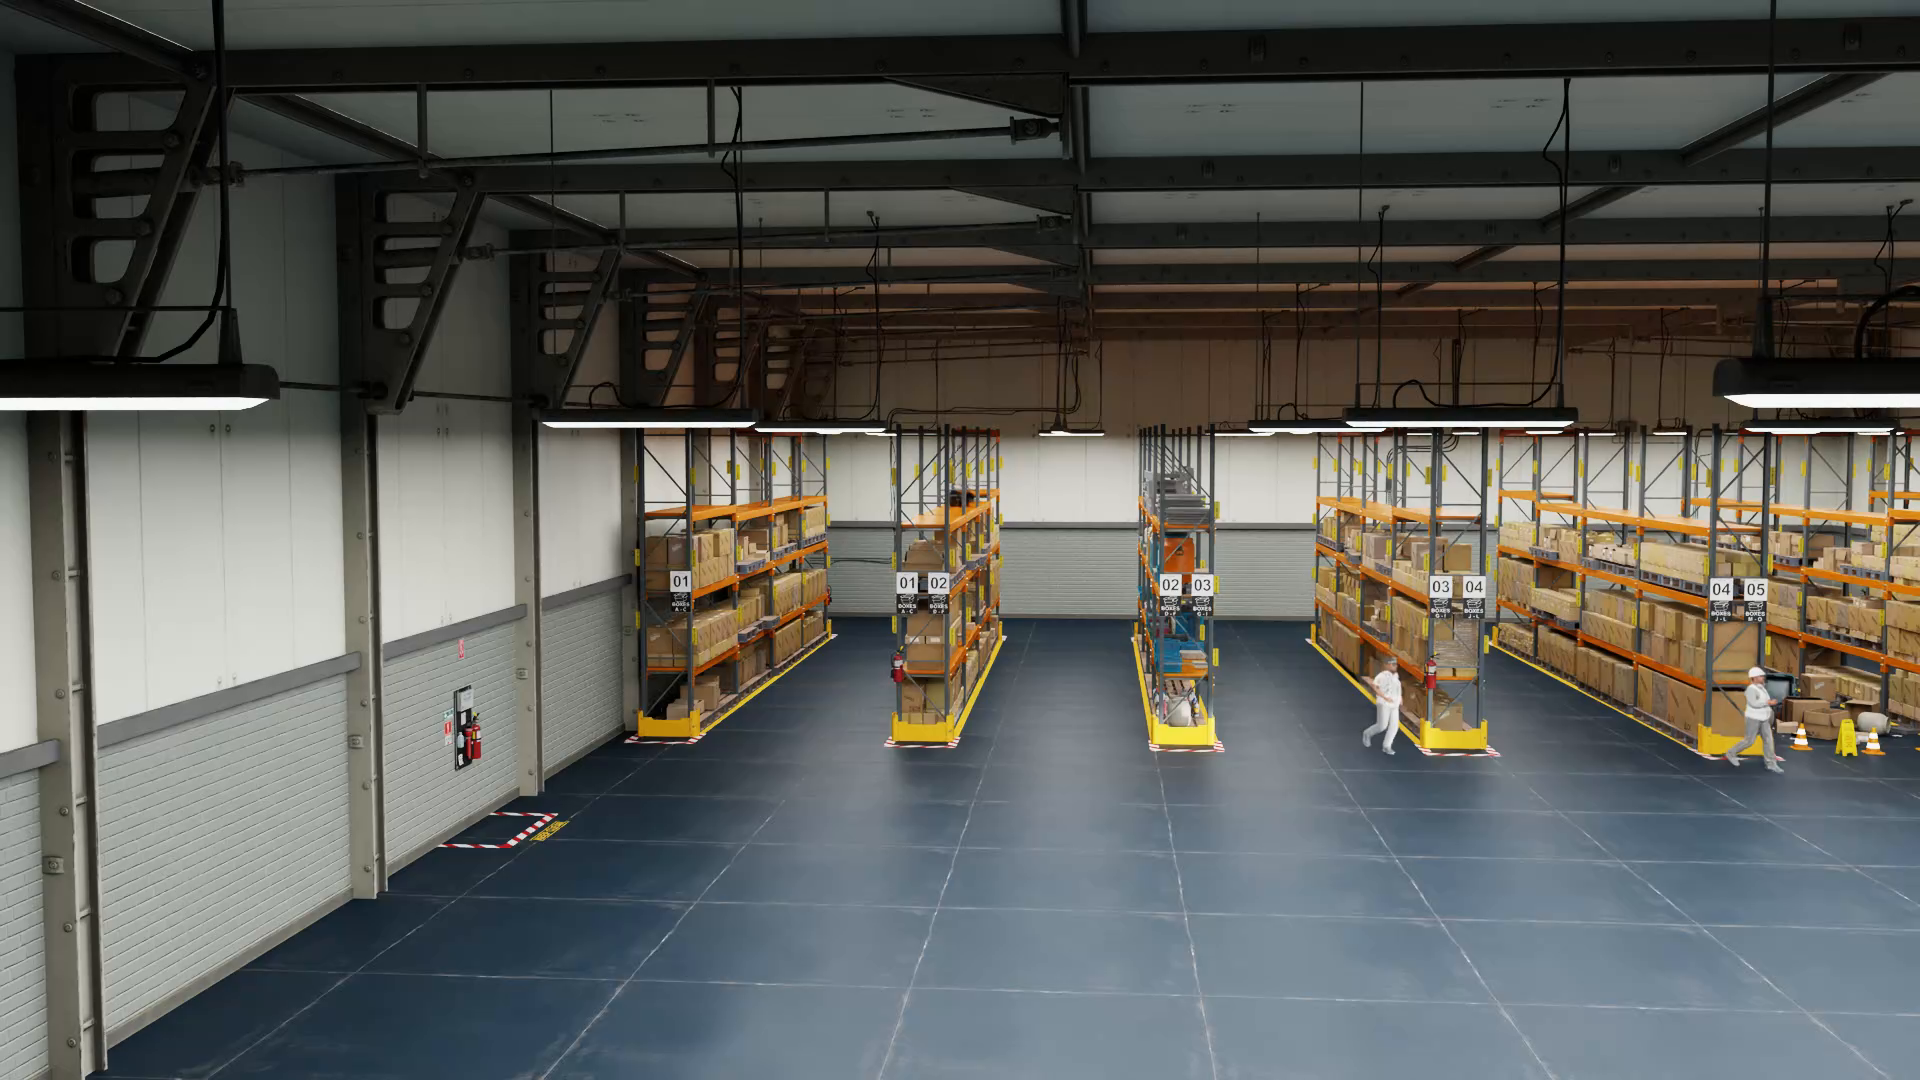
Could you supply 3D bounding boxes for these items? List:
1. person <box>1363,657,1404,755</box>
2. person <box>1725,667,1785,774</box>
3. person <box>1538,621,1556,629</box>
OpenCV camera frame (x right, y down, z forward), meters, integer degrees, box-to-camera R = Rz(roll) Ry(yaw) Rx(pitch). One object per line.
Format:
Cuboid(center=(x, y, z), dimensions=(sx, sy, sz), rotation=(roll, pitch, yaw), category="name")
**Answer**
Cuboid(center=(7.817, 3.007, 30.513), dimensions=(0.706, 1.752, 0.776), rotation=(-2, 4, -33), category="person")
Cuboid(center=(13.700, 3.078, 28.611), dimensions=(0.659, 1.782, 0.945), rotation=(-3, 5, -42), category="person")
Cuboid(center=(16.529, 2.078, 46.772), dimensions=(0.643, 1.638, 0.636), rotation=(-2, 4, -32), category="person")
